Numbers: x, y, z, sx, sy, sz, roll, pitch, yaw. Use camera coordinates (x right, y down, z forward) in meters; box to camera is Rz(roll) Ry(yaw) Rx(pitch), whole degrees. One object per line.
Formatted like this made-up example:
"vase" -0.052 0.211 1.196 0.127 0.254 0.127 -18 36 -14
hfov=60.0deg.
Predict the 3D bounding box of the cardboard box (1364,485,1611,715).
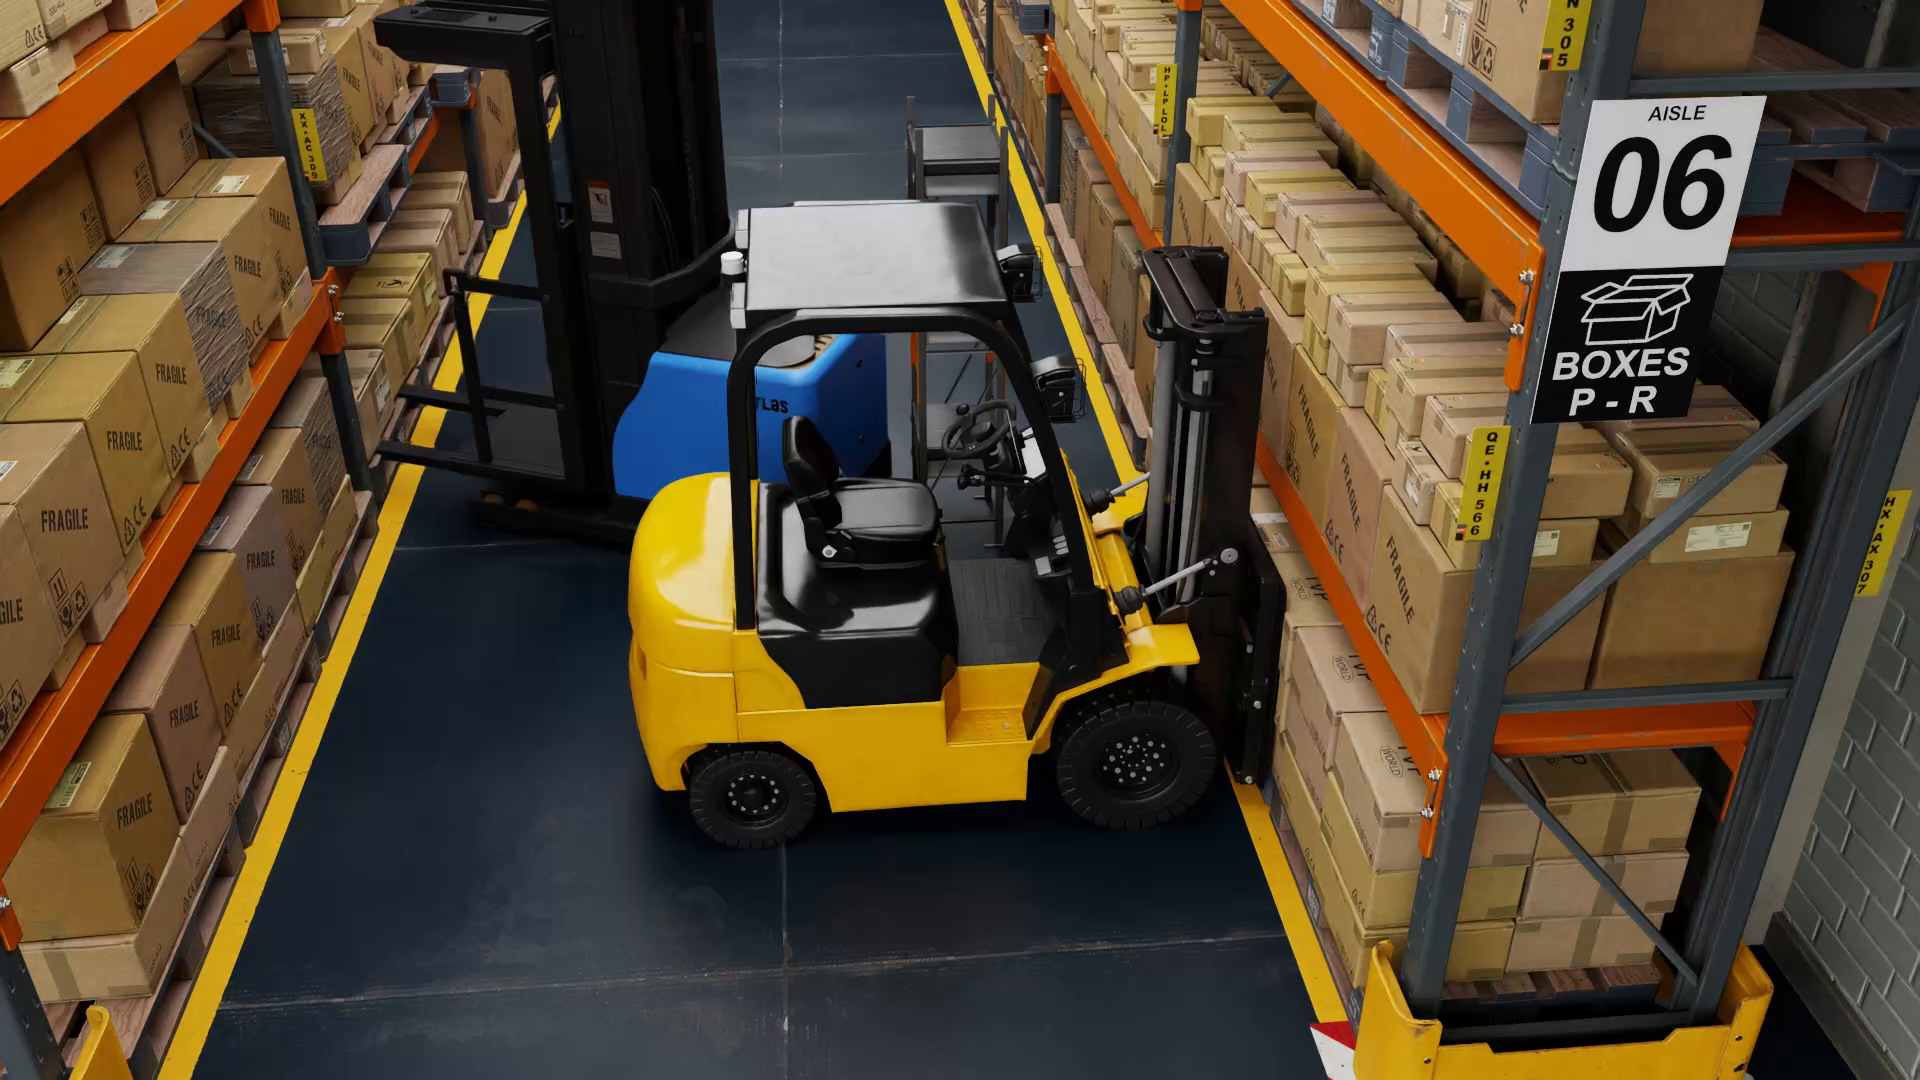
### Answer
"cardboard box" 1.556 0.158 4.963 0.500 0.500 0.500 -3 31 -6

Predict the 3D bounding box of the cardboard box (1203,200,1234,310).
"cardboard box" 1.336 -1.141 7.138 0.500 0.500 0.500 -2 31 -4

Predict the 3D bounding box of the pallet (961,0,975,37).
"pallet" 0.562 -5.465 17.193 1.003 0.211 1.213 -3 31 -5

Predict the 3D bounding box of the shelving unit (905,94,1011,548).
"shelving unit" -0.015 -0.986 7.853 0.431 2.100 0.503 -3 31 -5

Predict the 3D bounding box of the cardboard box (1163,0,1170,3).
"cardboard box" 1.484 -3.318 10.539 0.500 0.250 0.500 -2 31 -4

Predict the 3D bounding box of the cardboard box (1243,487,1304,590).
"cardboard box" 1.359 0.014 6.599 0.500 0.250 0.500 -3 31 -6

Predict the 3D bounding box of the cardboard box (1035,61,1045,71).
"cardboard box" 0.781 -3.545 12.655 0.380 0.149 0.250 -4 31 -6

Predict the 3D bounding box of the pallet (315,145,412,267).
"pallet" -3.379 -1.678 8.321 1.003 0.211 1.213 -3 31 -5

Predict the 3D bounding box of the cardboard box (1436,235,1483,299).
"cardboard box" 1.929 -0.982 5.949 0.380 0.149 0.250 -3 31 -4

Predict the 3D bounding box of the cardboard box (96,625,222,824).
"cardboard box" -2.934 0.654 5.771 0.500 0.500 0.500 -4 31 -6

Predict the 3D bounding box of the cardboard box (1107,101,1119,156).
"cardboard box" 1.114 -2.294 9.312 0.500 0.250 0.500 -3 31 -4

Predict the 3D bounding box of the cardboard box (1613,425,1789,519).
"cardboard box" 2.045 -0.191 4.625 0.380 0.149 0.250 -3 31 -6

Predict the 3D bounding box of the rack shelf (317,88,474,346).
"rack shelf" -3.639 -2.075 9.500 1.077 0.370 4.000 -3 31 -5

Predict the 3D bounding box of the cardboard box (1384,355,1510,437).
"cardboard box" 1.515 -0.439 5.040 0.380 0.149 0.250 -2 31 -3

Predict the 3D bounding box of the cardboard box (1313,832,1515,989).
"cardboard box" 1.505 1.215 5.563 0.500 0.250 0.500 -3 31 -4

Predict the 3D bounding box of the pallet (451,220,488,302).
"pallet" -3.754 -1.809 11.073 1.003 0.211 1.213 -3 31 -5

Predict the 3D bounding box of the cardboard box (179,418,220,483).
"cardboard box" -2.966 -0.325 6.114 0.380 0.149 0.250 -2 31 -4

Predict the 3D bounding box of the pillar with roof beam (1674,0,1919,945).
"pillar with roof beam" -1.591 -2.328 3.373 9.100 9.000 0.400 -3 31 -5

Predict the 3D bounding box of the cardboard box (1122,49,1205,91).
"cardboard box" 1.067 -2.474 8.737 0.380 0.149 0.250 -4 31 -6

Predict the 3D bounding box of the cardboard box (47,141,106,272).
"cardboard box" -3.581 -1.208 5.985 0.700 0.500 0.500 -3 31 -6

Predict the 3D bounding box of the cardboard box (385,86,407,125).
"cardboard box" -3.283 -2.399 9.177 0.380 0.149 0.250 -2 31 -3

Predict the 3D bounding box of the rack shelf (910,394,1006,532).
"rack shelf" -0.015 -0.373 8.219 0.431 0.518 0.480 -3 31 -5

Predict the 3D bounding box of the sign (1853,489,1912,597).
"sign" 2.416 0.010 4.386 0.100 0.325 0.005 -3 31 -5

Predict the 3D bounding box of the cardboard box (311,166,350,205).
"cardboard box" -3.189 -1.733 8.061 0.380 0.149 0.250 -2 31 -4

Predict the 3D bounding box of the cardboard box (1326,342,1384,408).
"cardboard box" 1.451 -0.571 5.551 0.380 0.149 0.250 -4 31 -6

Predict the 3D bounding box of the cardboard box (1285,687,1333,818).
"cardboard box" 1.470 0.735 5.879 0.500 0.250 0.500 -3 31 -5

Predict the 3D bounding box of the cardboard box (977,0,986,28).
"cardboard box" 0.364 -5.146 16.197 0.396 0.266 0.258 -2 31 -3

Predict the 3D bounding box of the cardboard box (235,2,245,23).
"cardboard box" -3.846 -2.707 8.428 0.380 0.149 0.250 -4 31 -7

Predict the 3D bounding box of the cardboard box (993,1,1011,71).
"cardboard box" 0.563 -4.536 14.948 0.500 0.500 0.500 -1 31 -2

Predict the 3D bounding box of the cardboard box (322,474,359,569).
"cardboard box" -3.129 -0.074 7.720 0.500 0.250 0.500 -1 31 -2

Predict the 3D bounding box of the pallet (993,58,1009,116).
"pallet" 0.856 -4.076 14.869 1.003 0.211 1.213 -3 31 -5

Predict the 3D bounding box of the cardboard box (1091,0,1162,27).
"cardboard box" 0.983 -3.131 9.836 0.380 0.149 0.250 -2 31 -4

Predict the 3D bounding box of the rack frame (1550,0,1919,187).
"rack frame" 1.863 -2.136 3.050 1.000 3.000 0.127 -3 31 -5

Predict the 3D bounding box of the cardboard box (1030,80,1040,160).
"cardboard box" 0.826 -3.214 12.733 0.500 0.500 0.500 -3 31 -5

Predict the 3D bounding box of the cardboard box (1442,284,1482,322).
"cardboard box" 1.969 -0.851 6.019 0.380 0.149 0.250 -3 31 -5

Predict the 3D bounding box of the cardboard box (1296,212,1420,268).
"cardboard box" 1.464 -1.094 6.137 0.380 0.149 0.250 -3 31 -4

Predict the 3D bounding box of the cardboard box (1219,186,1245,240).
"cardboard box" 1.285 -1.355 6.864 0.380 0.149 0.250 -2 31 -3

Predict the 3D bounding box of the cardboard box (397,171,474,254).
"cardboard box" -3.783 -2.168 11.108 0.950 0.372 0.625 -5 31 -8

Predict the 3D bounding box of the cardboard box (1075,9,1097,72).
"cardboard box" 0.991 -3.033 10.061 0.500 0.250 0.500 -4 31 -6

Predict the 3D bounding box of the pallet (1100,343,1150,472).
"pallet" 1.382 -0.780 9.350 1.003 0.211 1.213 -3 31 -5

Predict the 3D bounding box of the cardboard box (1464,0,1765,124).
"cardboard box" 1.579 -1.329 4.019 0.500 0.500 0.500 -2 31 -3

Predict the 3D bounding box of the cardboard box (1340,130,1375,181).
"cardboard box" 1.841 -1.639 7.048 0.380 0.149 0.250 -3 31 -5

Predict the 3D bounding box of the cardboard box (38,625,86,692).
"cardboard box" -2.886 0.336 5.007 0.380 0.149 0.250 -4 31 -6

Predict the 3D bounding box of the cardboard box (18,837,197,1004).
"cardboard box" -2.878 1.254 5.497 0.500 0.250 0.500 -3 31 -5

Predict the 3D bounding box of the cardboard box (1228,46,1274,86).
"cardboard box" 1.630 -2.510 8.797 0.380 0.149 0.250 -3 31 -5

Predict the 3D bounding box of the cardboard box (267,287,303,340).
"cardboard box" -3.088 -0.978 7.208 0.380 0.149 0.250 -2 31 -3

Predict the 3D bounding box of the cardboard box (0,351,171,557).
"cardboard box" -2.947 -0.271 5.391 0.500 0.500 0.500 -3 31 -6

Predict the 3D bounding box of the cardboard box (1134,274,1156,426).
"cardboard box" 1.430 -1.029 8.954 0.875 0.625 0.625 -1 31 -2

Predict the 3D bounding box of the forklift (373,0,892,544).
"forklift" -1.929 -1.535 7.962 3.031 2.935 1.130 10 32 16

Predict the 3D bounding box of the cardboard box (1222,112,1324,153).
"cardboard box" 1.356 -1.746 7.228 0.380 0.149 0.250 -2 31 -4

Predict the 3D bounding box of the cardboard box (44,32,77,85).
"cardboard box" -2.976 -1.478 5.118 0.380 0.149 0.250 -4 31 -6

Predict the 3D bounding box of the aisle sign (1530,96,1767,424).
"aisle sign" 1.577 -0.629 3.842 0.394 0.787 0.004 -3 31 -5

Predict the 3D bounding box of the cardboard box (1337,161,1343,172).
"cardboard box" 1.833 -1.646 7.350 0.380 0.149 0.250 -4 31 -6

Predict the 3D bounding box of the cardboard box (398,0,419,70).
"cardboard box" -3.399 -3.016 9.577 0.500 0.500 0.500 -5 31 -8

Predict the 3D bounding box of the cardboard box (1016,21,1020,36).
"cardboard box" 0.674 -4.340 13.986 0.380 0.149 0.250 -3 31 -5

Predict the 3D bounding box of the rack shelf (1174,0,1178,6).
"rack shelf" 1.303 -3.603 9.133 1.077 0.370 4.000 -3 31 -5
